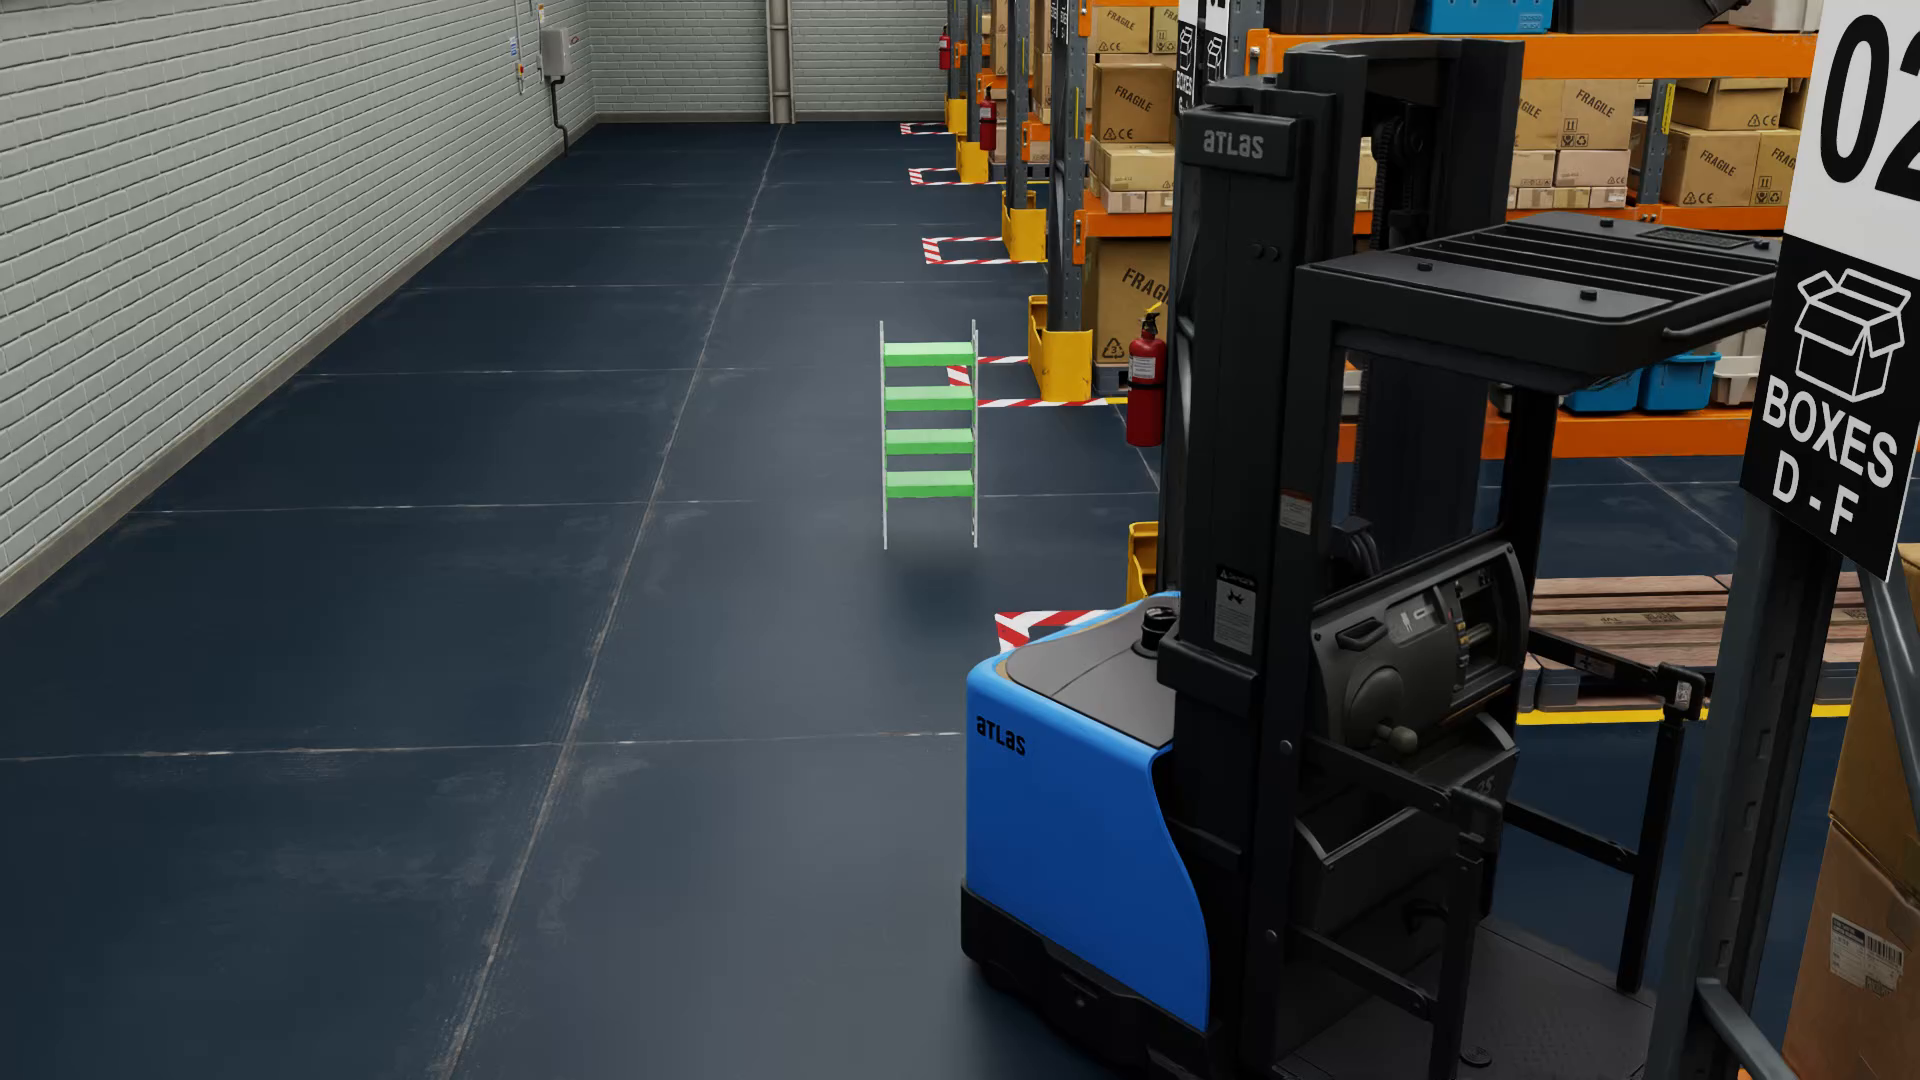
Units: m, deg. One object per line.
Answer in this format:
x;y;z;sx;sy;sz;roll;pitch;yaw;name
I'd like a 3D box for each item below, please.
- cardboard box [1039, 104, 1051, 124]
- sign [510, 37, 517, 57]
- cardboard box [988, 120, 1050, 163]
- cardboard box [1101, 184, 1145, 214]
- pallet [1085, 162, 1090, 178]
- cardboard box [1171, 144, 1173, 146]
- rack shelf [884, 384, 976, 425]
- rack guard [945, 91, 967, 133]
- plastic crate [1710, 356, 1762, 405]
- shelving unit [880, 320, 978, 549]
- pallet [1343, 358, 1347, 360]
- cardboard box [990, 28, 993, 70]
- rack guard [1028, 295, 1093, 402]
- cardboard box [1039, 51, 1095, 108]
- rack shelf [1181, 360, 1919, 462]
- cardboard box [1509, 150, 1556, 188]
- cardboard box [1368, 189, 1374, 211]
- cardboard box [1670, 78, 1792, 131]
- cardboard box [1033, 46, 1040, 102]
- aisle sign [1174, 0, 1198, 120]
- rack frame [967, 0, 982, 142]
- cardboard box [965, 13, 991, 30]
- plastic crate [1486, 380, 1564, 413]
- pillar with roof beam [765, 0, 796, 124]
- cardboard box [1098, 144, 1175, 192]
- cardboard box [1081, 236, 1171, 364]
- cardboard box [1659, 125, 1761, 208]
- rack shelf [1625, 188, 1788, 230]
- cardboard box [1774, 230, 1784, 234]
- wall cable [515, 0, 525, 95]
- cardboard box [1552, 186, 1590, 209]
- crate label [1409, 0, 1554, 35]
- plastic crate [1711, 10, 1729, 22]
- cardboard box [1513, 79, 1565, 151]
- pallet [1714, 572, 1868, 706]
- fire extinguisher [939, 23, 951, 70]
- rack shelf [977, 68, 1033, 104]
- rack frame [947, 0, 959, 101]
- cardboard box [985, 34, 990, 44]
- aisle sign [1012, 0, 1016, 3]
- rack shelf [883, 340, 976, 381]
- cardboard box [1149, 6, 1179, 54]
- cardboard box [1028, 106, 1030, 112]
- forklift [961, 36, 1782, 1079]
0.904;-4.115;16.067;0.250;0.149;0.380;-1;21;-3;cardboard box
-5.508;-6.084;20.505;0.001;0.218;0.327;-1;21;-3;sign
0.832;-5.147;21.434;0.875;0.438;0.875;-2;21;-5;cardboard box
1.118;-2.351;11.433;0.250;0.149;0.380;-1;21;-2;cardboard box
2.188;-4.863;21.598;1.213;0.211;1.003;-1;21;-3;pallet
1.719;-2.762;11.951;0.500;0.250;0.500;-2;21;-4;cardboard box
-0.165;-0.722;8.836;0.480;0.148;0.258;-1;21;-3;rack shelf
-0.033;-6.695;26.004;0.348;0.500;1.175;-1;21;-3;rack guard
3.299;-0.663;6.933;0.466;0.136;0.293;-1;21;-3;plastic crate
-0.165;-0.557;8.899;0.503;1.200;0.258;-1;21;-3;shelving unit
2.753;-1.343;12.352;1.213;0.211;1.003;-1;21;-3;pallet
0.645;-6.249;21.179;0.500;0.500;0.500;-1;21;-3;cardboard box
0.720;-1.410;12.121;0.348;0.500;1.175;-1;21;-3;rack guard
1.026;-4.439;16.006;0.500;0.500;0.500;0;21;0;cardboard box
3.024;-0.523;7.291;4.000;0.370;1.077;-1;21;-3;rack shelf
3.795;-2.615;11.566;0.500;0.250;0.500;-1;21;-1;cardboard box
2.915;-2.389;11.532;0.250;0.149;0.380;-1;21;-2;cardboard box
5.375;-3.191;11.737;0.637;0.503;0.797;-2;21;-4;cardboard box
0.996;-4.629;16.504;0.500;0.500;0.500;-1;21;-2;cardboard box
0.939;-2.137;6.863;0.004;0.787;0.394;-1;21;-3;aisle sign
0.179;-6.099;20.924;0.127;3.000;1.000;-1;21;-3;rack frame
0.336;-8.034;25.801;0.500;0.250;0.500;-1;21;-1;cardboard box
2.295;-0.603;6.775;0.298;0.136;0.250;-1;21;-3;plastic crate
-2.606;-9.402;21.168;0.400;9.000;9.100;-1;21;-3;pillar with roof beam
1.239;-2.561;11.425;0.500;0.250;0.500;-2;21;-4;cardboard box
1.379;-1.823;12.090;0.875;0.875;0.875;-1;21;-3;cardboard box
5.211;-2.627;11.665;0.500;0.500;0.500;-1;21;-3;cardboard box
6.735;-2.364;12.126;4.000;0.370;1.077;-1;21;-3;rack shelf
6.268;-1.902;12.296;0.875;0.875;1.225;-2;21;-5;cardboard box
-5.450;-6.465;20.415;0.123;1.953;0.585;-1;21;-3;wall cable
4.195;-2.414;11.600;0.250;0.149;0.380;-1;21;-2;cardboard box
1.967;-2.055;6.297;0.502;0.251;0.408;-1;21;-3;crate label
3.076;-2.228;6.911;0.530;0.136;0.437;-1;21;-3;plastic crate
3.794;-2.966;11.434;0.500;0.500;0.500;-1;21;-2;cardboard box
4.289;0.432;7.690;1.213;0.211;1.003;-1;21;-3;pallet
-0.229;-7.484;25.196;0.183;0.674;0.296;-1;21;-3;fire extinguisher
2.175;-5.803;21.159;4.000;0.370;1.077;-1;21;-3;rack shelf
-0.108;-7.862;25.555;0.127;3.000;1.000;-1;21;-3;rack frame
0.487;-7.675;25.418;0.250;0.149;0.380;-1;21;-2;cardboard box
0.506;-5.449;15.565;0.004;0.787;0.394;-1;21;-3;aisle sign
-0.165;-0.946;8.751;0.480;0.148;0.258;-1;21;-3;rack shelf
2.050;-4.925;15.878;0.500;0.500;0.500;-2;21;-4;cardboard box
0.934;-6.699;25.918;0.250;0.149;0.380;-2;21;-5;cardboard box
1.363;0.294;4.231;1.130;2.935;3.031;-18;27;-39;forklift
